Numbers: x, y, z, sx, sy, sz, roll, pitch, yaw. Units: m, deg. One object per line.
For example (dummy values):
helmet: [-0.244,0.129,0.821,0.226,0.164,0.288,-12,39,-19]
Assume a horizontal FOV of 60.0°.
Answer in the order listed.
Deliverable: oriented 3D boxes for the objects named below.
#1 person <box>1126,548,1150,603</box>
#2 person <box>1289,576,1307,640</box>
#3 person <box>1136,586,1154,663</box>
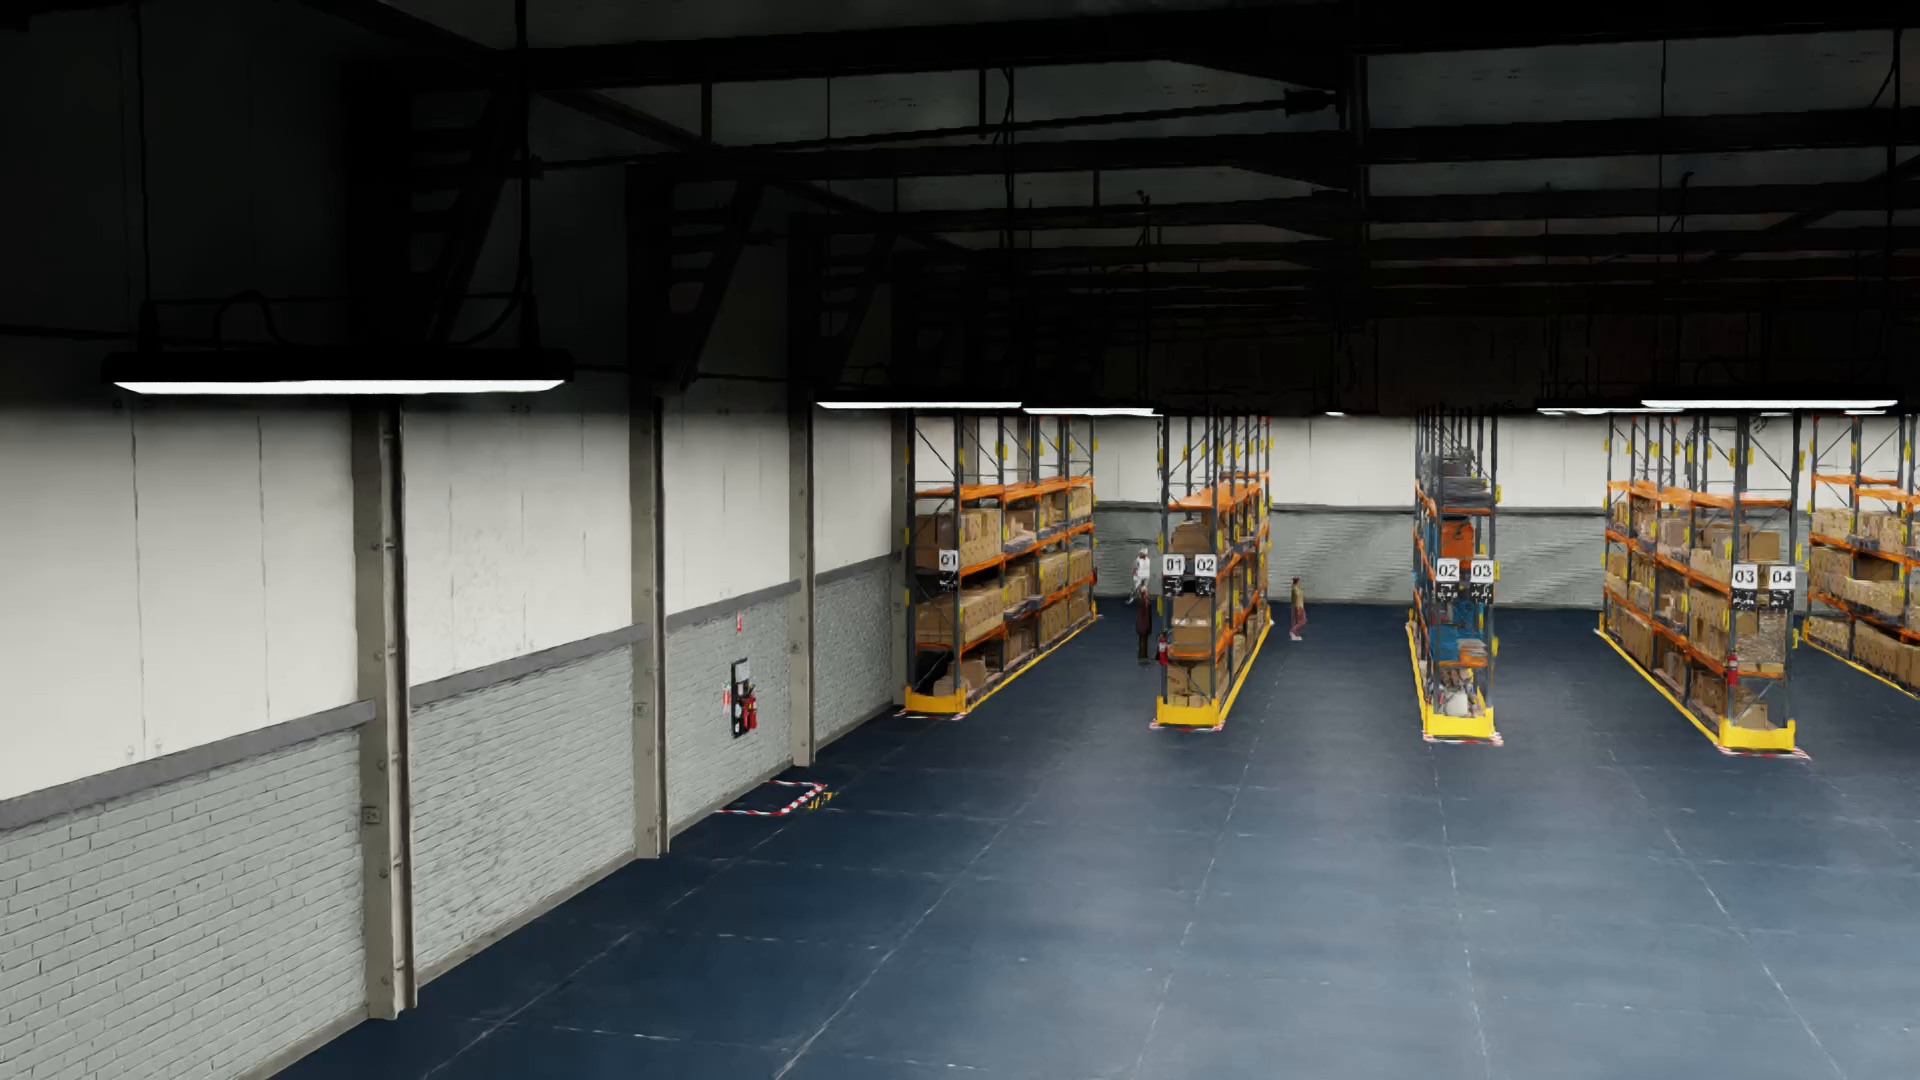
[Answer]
person: [5.484,1.119,51.053,0.743,1.773,0.529,-2,5,-25]
person: [8.694,1.760,42.979,0.432,1.671,0.496,-1,4,-14]
person: [4.364,1.972,39.057,0.505,1.783,0.632,-1,4,-17]
